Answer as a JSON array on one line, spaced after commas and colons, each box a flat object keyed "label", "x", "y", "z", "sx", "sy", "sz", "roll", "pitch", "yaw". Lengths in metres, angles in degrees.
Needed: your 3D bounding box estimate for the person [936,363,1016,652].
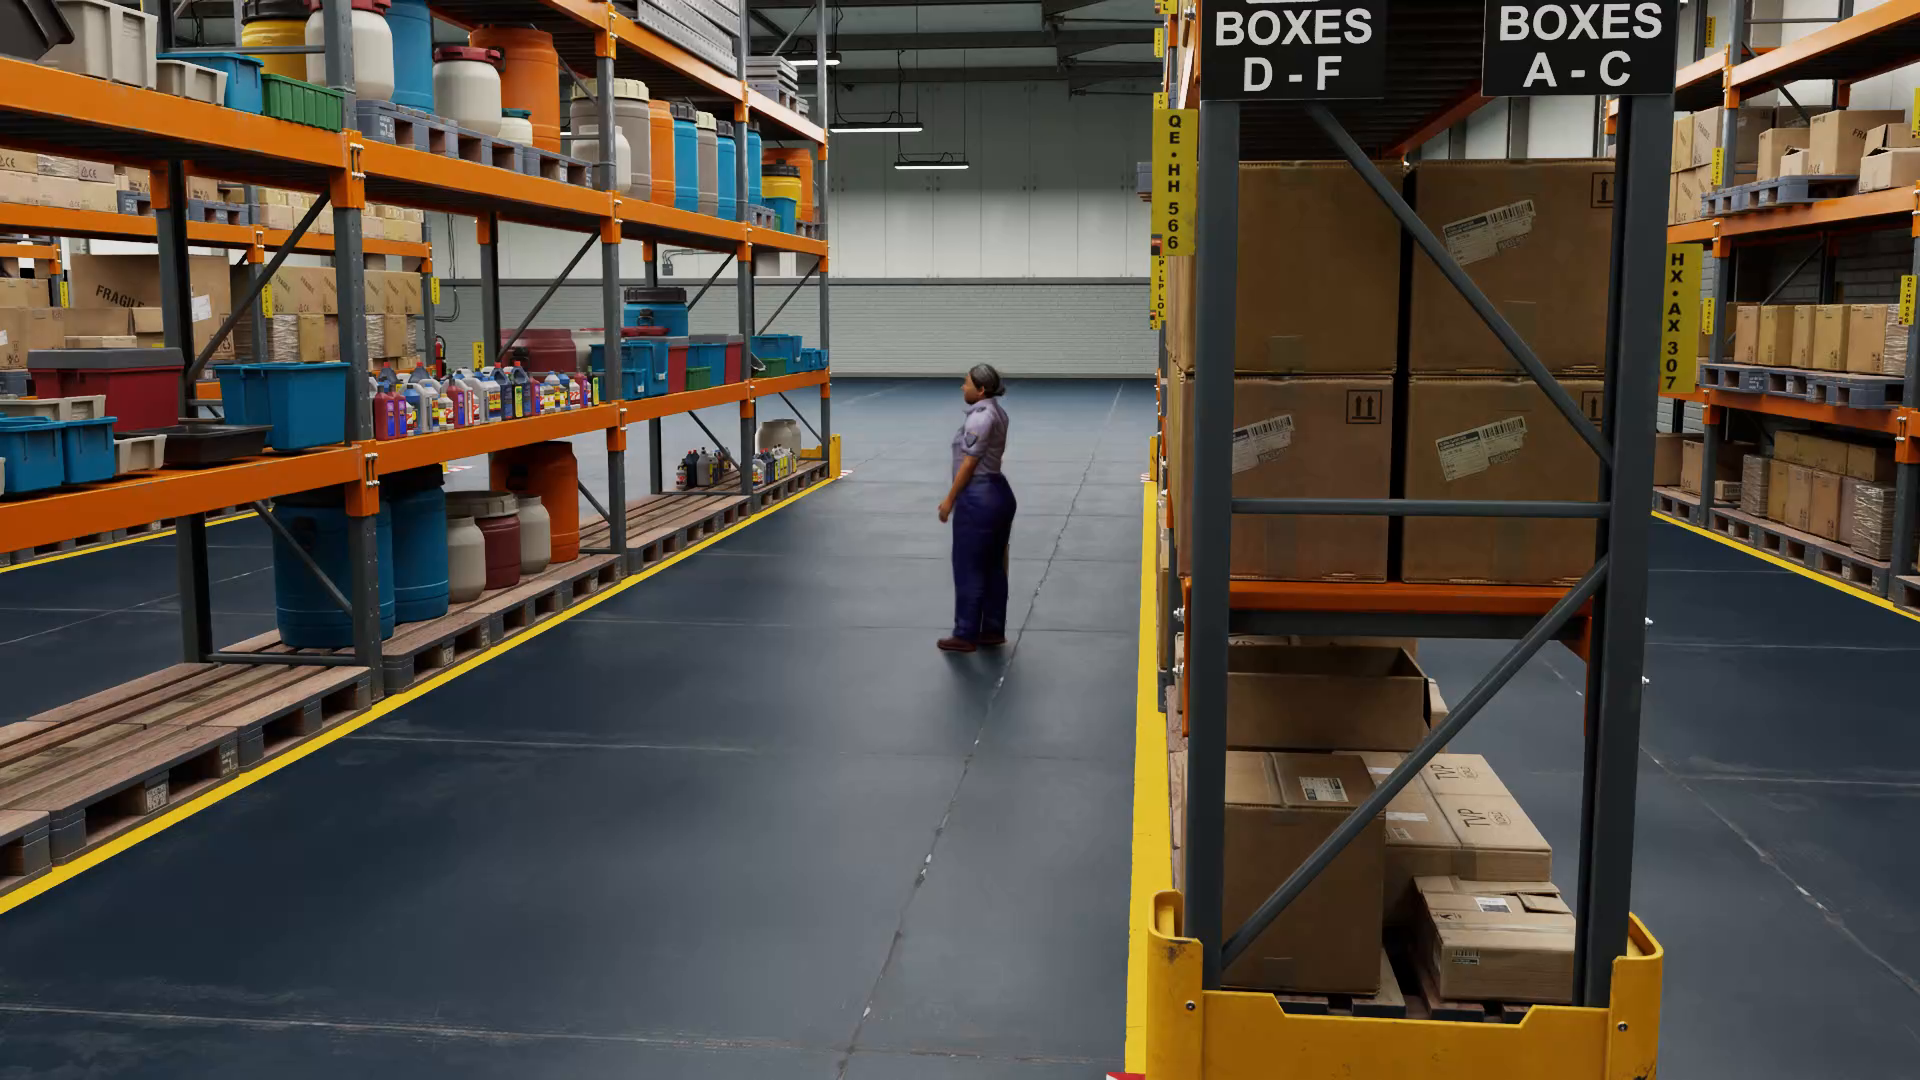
[{"label": "person", "x": 0.102, "y": -0.186, "z": 9.597, "sx": 0.434, "sy": 1.661, "sz": 0.550, "roll": 3, "pitch": 8, "yaw": 20}]
